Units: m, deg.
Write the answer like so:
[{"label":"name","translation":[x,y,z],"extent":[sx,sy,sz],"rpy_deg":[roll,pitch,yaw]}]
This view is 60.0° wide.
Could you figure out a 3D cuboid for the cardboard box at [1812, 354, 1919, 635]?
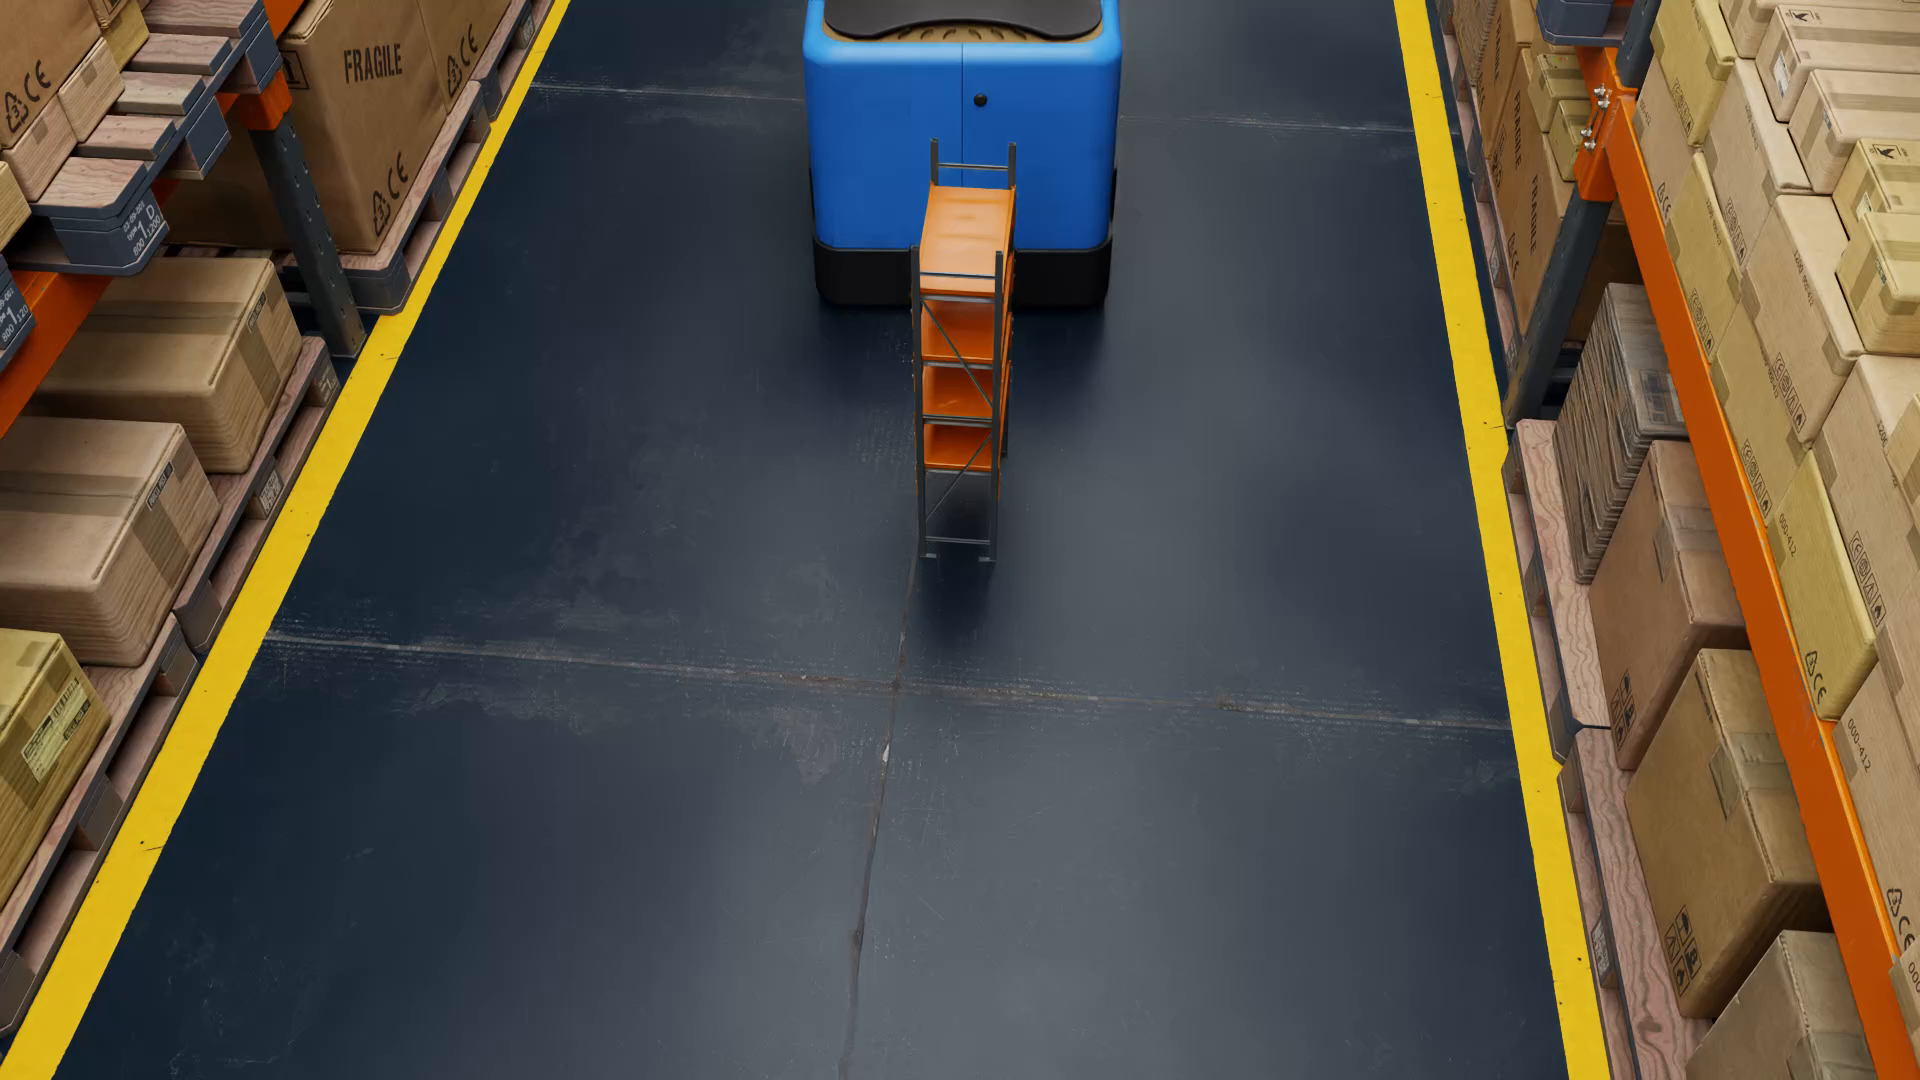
[{"label":"cardboard box","translation":[1.918,-0.068,3.042],"extent":[0.500,0.250,0.500],"rpy_deg":[4,48,4]}]

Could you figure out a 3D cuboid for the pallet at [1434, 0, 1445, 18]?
[{"label":"pallet","translation":[2.664,-2.785,7.655],"extent":[1.003,0.211,1.213],"rpy_deg":[4,48,4]}]

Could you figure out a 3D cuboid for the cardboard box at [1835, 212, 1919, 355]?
[{"label":"cardboard box","translation":[1.907,-0.477,3.146],"extent":[0.380,0.149,0.250],"rpy_deg":[5,48,4]}]

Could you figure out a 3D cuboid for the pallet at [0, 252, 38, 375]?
[{"label":"pallet","translation":[-2.747,-0.197,3.527],"extent":[1.003,0.211,1.213],"rpy_deg":[4,48,4]}]

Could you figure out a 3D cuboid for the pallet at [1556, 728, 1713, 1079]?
[{"label":"pallet","translation":[2.108,1.050,4.147],"extent":[1.003,0.211,1.213],"rpy_deg":[4,48,4]}]

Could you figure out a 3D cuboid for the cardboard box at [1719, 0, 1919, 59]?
[{"label":"cardboard box","translation":[1.991,-1.230,3.835],"extent":[0.380,0.149,0.250],"rpy_deg":[5,48,4]}]

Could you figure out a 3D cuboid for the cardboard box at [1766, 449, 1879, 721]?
[{"label":"cardboard box","translation":[1.913,0.102,3.226],"extent":[0.500,0.250,0.500],"rpy_deg":[5,48,5]}]

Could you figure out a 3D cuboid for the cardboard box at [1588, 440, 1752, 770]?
[{"label":"cardboard box","translation":[2.214,0.210,4.350],"extent":[0.875,0.625,0.625],"rpy_deg":[5,48,5]}]

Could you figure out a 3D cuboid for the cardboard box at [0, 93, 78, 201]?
[{"label":"cardboard box","translation":[-2.364,-0.944,3.967],"extent":[0.380,0.149,0.250],"rpy_deg":[2,48,2]}]

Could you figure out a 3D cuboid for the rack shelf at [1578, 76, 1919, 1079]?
[{"label":"rack shelf","translation":[2.154,0.325,3.408],"extent":[1.077,0.370,4.000],"rpy_deg":[4,48,4]}]

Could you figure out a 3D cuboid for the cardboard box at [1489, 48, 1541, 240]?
[{"label":"cardboard box","translation":[2.217,-1.378,5.887],"extent":[0.500,0.500,0.500],"rpy_deg":[3,48,3]}]

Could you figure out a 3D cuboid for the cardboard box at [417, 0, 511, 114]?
[{"label":"cardboard box","translation":[-2.376,-2.300,6.477],"extent":[0.875,0.875,0.875],"rpy_deg":[4,48,4]}]

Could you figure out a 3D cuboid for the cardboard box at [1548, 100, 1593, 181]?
[{"label":"cardboard box","translation":[2.129,-1.285,5.362],"extent":[0.380,0.149,0.250],"rpy_deg":[2,48,2]}]

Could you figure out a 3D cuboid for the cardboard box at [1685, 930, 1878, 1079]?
[{"label":"cardboard box","translation":[2.086,1.258,3.392],"extent":[0.875,0.625,0.625],"rpy_deg":[3,48,3]}]

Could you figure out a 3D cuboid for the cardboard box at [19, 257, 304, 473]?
[{"label":"cardboard box","translation":[-2.669,-0.559,5.225],"extent":[0.950,0.372,0.625],"rpy_deg":[1,48,1]}]

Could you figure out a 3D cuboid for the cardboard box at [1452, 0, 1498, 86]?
[{"label":"cardboard box","translation":[2.290,-2.146,6.589],"extent":[0.500,0.500,0.500],"rpy_deg":[2,48,2]}]

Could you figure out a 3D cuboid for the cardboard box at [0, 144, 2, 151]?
[{"label":"cardboard box","translation":[-2.453,-0.890,3.477],"extent":[0.500,0.500,0.500],"rpy_deg":[1,48,1]}]

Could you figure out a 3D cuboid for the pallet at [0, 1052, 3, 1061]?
[{"label":"pallet","translation":[-2.902,1.590,3.653],"extent":[1.003,0.211,1.213],"rpy_deg":[4,48,4]}]

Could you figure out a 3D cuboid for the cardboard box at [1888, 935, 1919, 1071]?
[{"label":"cardboard box","translation":[1.797,0.845,2.546],"extent":[0.500,0.250,0.500],"rpy_deg":[4,48,3]}]

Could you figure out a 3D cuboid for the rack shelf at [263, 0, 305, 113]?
[{"label":"rack shelf","translation":[-2.425,-2.946,6.399],"extent":[1.077,0.370,4.000],"rpy_deg":[4,48,4]}]

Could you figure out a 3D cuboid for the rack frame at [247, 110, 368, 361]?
[{"label":"rack frame","translation":[-2.607,-1.719,4.789],"extent":[1.000,3.000,0.127],"rpy_deg":[4,48,4]}]

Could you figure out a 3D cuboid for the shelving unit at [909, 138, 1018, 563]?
[{"label":"shelving unit","translation":[0.015,-0.527,4.919],"extent":[0.258,1.200,0.503],"rpy_deg":[4,48,4]}]

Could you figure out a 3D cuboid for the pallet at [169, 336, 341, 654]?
[{"label":"pallet","translation":[-2.680,-0.203,5.293],"extent":[1.003,0.211,1.213],"rpy_deg":[4,48,4]}]

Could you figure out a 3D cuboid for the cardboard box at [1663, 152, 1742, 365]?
[{"label":"cardboard box","translation":[2.001,-0.658,3.921],"extent":[0.500,0.250,0.500],"rpy_deg":[3,48,3]}]

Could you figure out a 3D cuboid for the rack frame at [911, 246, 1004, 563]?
[{"label":"rack frame","translation":[-0.007,-0.347,4.755],"extent":[0.240,1.200,0.015],"rpy_deg":[4,48,4]}]

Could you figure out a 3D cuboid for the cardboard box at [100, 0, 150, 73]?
[{"label":"cardboard box","translation":[-2.355,-1.317,4.307],"extent":[0.380,0.149,0.250],"rpy_deg":[5,48,4]}]

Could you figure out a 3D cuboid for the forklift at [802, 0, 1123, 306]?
[{"label":"forklift","translation":[0.018,-2.894,5.910],"extent":[1.130,2.935,3.031],"rpy_deg":[0,48,0]}]

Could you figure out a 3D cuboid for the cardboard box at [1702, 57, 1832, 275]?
[{"label":"cardboard box","translation":[2.006,-0.828,3.738],"extent":[0.500,0.250,0.500],"rpy_deg":[5,48,5]}]

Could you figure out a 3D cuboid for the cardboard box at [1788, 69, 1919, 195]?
[{"label":"cardboard box","translation":[1.982,-0.846,3.484],"extent":[0.380,0.149,0.250],"rpy_deg":[4,48,4]}]

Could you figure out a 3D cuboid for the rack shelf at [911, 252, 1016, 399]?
[{"label":"rack shelf","translation":[0.015,-0.632,4.803],"extent":[0.258,0.148,0.480],"rpy_deg":[4,48,4]}]

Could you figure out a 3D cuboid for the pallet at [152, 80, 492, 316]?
[{"label":"pallet","translation":[-2.460,-1.352,6.343],"extent":[1.003,0.211,1.213],"rpy_deg":[4,48,4]}]

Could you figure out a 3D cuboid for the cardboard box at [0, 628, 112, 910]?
[{"label":"cardboard box","translation":[-2.803,0.541,4.219],"extent":[0.950,0.372,0.625],"rpy_deg":[5,48,5]}]

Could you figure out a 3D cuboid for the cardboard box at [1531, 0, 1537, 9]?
[{"label":"cardboard box","translation":[2.282,-2.052,6.064],"extent":[0.380,0.149,0.250],"rpy_deg":[3,48,3]}]

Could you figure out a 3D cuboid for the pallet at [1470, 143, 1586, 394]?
[{"label":"pallet","translation":[2.442,-0.993,6.015],"extent":[1.003,0.211,1.213],"rpy_deg":[4,48,4]}]

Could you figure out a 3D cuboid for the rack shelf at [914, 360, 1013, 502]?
[{"label":"rack shelf","translation":[0.015,-0.347,5.115],"extent":[0.258,0.148,0.480],"rpy_deg":[4,48,4]}]

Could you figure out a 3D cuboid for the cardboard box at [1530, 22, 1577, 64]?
[{"label":"cardboard box","translation":[2.191,-1.678,5.722],"extent":[0.380,0.149,0.250],"rpy_deg":[2,48,2]}]

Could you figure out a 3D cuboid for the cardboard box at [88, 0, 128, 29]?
[{"label":"cardboard box","translation":[-2.372,-1.642,4.165],"extent":[0.500,0.500,0.500],"rpy_deg":[3,48,2]}]
